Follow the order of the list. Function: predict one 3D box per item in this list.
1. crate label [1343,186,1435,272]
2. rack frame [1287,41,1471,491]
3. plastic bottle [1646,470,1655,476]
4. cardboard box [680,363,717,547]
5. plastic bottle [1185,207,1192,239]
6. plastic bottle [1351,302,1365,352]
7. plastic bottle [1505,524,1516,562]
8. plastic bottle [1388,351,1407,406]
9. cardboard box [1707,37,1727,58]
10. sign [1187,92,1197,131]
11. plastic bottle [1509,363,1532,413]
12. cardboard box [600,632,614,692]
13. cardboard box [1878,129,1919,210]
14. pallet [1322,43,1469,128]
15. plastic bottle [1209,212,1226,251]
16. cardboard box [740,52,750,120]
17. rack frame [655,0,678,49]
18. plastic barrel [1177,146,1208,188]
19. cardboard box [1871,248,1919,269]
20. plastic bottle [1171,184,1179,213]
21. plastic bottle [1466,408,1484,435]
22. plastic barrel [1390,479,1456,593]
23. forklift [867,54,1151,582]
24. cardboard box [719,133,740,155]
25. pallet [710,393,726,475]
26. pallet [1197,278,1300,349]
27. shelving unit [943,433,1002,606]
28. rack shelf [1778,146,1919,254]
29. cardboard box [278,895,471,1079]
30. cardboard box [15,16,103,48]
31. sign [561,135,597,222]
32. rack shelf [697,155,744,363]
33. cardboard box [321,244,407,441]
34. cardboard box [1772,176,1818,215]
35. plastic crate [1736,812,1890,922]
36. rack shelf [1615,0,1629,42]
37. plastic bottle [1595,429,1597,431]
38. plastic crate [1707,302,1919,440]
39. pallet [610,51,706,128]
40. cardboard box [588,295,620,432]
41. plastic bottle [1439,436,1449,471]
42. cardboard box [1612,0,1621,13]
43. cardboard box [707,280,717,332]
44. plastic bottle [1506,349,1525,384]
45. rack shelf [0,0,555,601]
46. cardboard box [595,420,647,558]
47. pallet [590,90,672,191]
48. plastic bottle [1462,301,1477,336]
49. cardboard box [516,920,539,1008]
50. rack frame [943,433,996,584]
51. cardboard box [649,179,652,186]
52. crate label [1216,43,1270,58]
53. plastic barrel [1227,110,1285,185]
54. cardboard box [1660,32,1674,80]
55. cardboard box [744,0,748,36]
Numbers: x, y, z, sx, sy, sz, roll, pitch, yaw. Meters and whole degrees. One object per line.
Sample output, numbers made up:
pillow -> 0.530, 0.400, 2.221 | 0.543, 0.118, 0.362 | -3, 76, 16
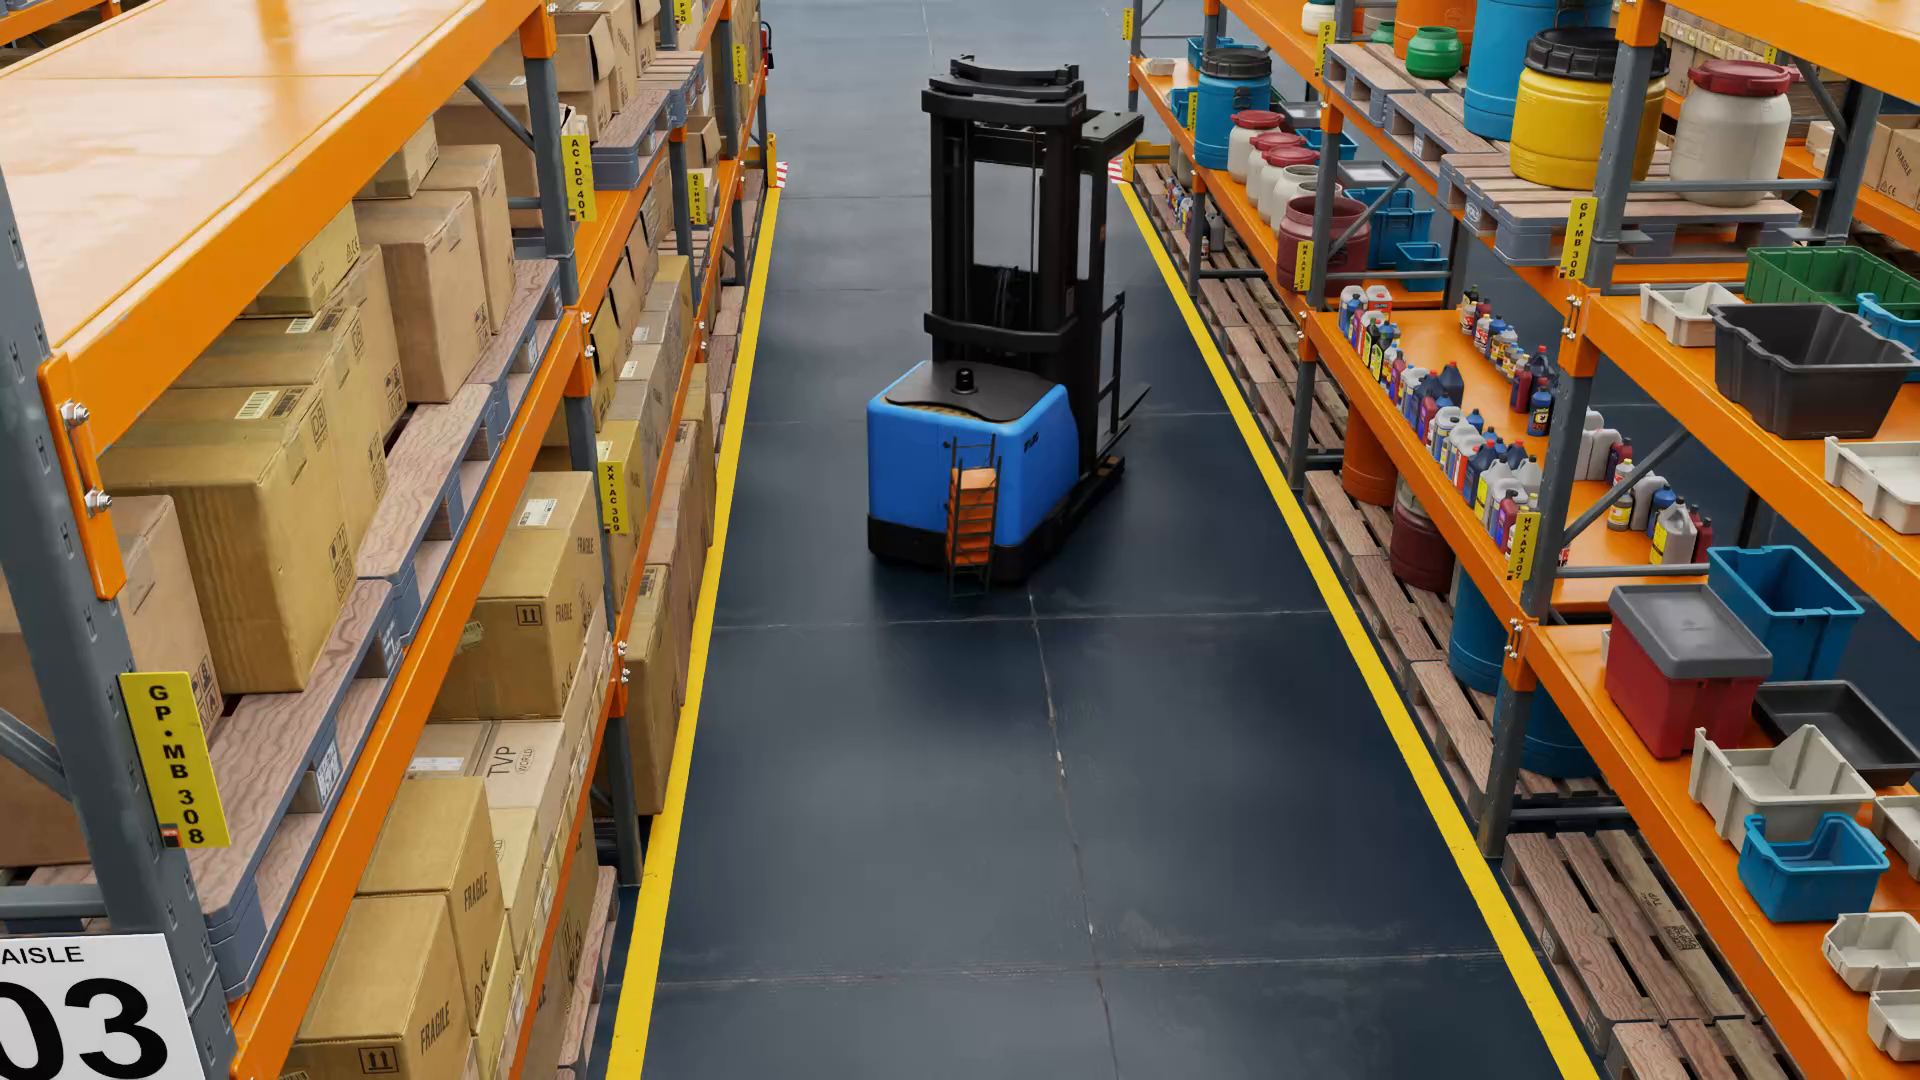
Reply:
crate label -> 2.981, -2.188, 11.663 | 0.502, 0.435, 0.616 | -1, 28, -3
rack frame -> 2.763, -1.707, 10.779 | 1.000, 3.000, 0.127 | -1, 28, -3
plastic bottle -> 3.330, -0.249, 8.122 | 0.097, 0.271, 0.097 | 0, 28, 0
cardboard box -> -2.168, -0.512, 10.331 | 1.225, 0.875, 0.875 | -3, 28, -5
plastic bottle -> 2.172, -2.998, 15.716 | 0.061, 0.283, 0.133 | 0, 28, 1
plastic bottle -> 2.434, -1.294, 10.114 | 0.061, 0.283, 0.133 | -1, 28, -3
plastic bottle -> 2.595, 0.002, 7.718 | 0.097, 0.201, 0.097 | 0, 28, 0
plastic bottle -> 2.477, -0.913, 9.382 | 0.061, 0.283, 0.133 | -1, 28, -3
cardboard box -> 7.221, -4.594, 15.505 | 0.380, 0.149, 0.250 | -2, 28, -3
sign -> 2.004, -3.668, 14.241 | 0.100, 0.325, 0.005 | -1, 28, -3
plastic bottle -> 3.135, -0.862, 9.285 | 0.061, 0.283, 0.133 | -1, 28, -3
cardboard box -> -1.632, 0.504, 6.811 | 0.380, 0.149, 0.250 | -1, 28, -2
cardboard box -> 7.578, -2.886, 12.932 | 0.500, 0.500, 0.500 | -1, 28, -3
pallet -> 2.705, -2.597, 9.447 | 1.003, 0.211, 1.213 | -1, 28, -3
plastic bottle -> 2.376, -2.868, 15.395 | 0.144, 0.351, 0.185 | -1, 28, -3
cardboard box -> -2.345, -4.052, 14.845 | 0.875, 0.500, 0.500 | -1, 28, -3
rack frame -> -2.184, -4.247, 9.162 | 1.000, 3.000, 0.127 | -1, 28, -3
plastic barrel -> 2.482, -3.951, 17.317 | 0.421, 0.512, 0.421 | 0, 28, 0
cardboard box -> 7.865, -2.237, 13.708 | 0.500, 0.311, 0.500 | -1, 28, -3
plastic bottle -> 2.146, -3.383, 16.468 | 0.097, 0.271, 0.097 | 0, 28, 0
plastic bottle -> 2.687, -0.559, 8.717 | 0.097, 0.271, 0.097 | 0, 28, 0
plastic barrel -> 2.864, -0.077, 9.807 | 0.600, 0.588, 0.708 | -1, 28, -3
forklift -> 0.496, -1.704, 10.847 | 1.130, 2.935, 3.031 | 12, 30, 22
cardboard box -> -2.103, -3.429, 14.353 | 0.380, 0.149, 0.250 | -1, 28, -3
pallet -> -2.223, -0.712, 11.886 | 1.003, 0.211, 1.213 | -1, 28, -3
pallet -> 2.633, -1.956, 14.272 | 1.003, 0.211, 1.213 | -1, 28, -3
shelving unit -> 0.064, -0.100, 9.643 | 0.258, 1.200, 0.189 | -5, 46, -9
rack shelf -> 7.605, -2.429, 12.942 | 1.077, 0.370, 4.000 | -1, 28, -3
cardboard box -> -1.547, 1.250, 4.138 | 0.500, 0.500, 0.500 | -2, 28, -4
cardboard box -> -7.336, -4.078, 13.995 | 0.875, 0.550, 0.550 | -1, 28, -3
sign -> -1.421, -1.348, 6.203 | 0.100, 0.325, 0.005 | -1, 28, -3
rack shelf -> -2.288, -2.192, 12.486 | 1.077, 0.370, 4.000 | -1, 28, -3
cardboard box -> -1.965, -0.491, 4.535 | 0.700, 0.500, 0.500 | 0, 28, 0
cardboard box -> 7.789, -3.193, 15.337 | 0.500, 0.500, 0.500 | -1, 28, -3
plastic crate -> 2.817, 1.093, 5.526 | 0.416, 0.233, 0.300 | -1, 28, -3
rack shelf -> 2.867, -2.947, 7.879 | 1.077, 0.370, 4.000 | -1, 28, -3
plastic bottle -> 3.301, -0.476, 8.634 | 0.097, 0.201, 0.097 | 0, 28, 0
plastic crate -> 2.762, -0.551, 5.461 | 0.497, 0.269, 0.590 | -1, 28, -3
pallet -> -2.097, -2.537, 9.332 | 1.213, 0.211, 1.003 | 0, 28, 0
cardboard box -> -2.041, -0.841, 7.926 | 0.797, 0.503, 0.637 | -1, 28, -2
plastic bottle -> 2.542, -0.462, 8.607 | 0.097, 0.201, 0.097 | 0, 28, 0
cardboard box -> 7.097, -5.665, 17.558 | 0.380, 0.149, 0.250 | -2, 28, -3
cardboard box -> -2.376, -2.016, 13.599 | 0.700, 0.500, 0.500 | -2, 28, -3
plastic bottle -> 3.240, -1.012, 9.662 | 0.097, 0.201, 0.097 | 0, 28, 0
rack shelf -> -1.870, -0.980, 4.108 | 1.077, 0.370, 4.000 | -1, 28, -3
cardboard box -> -1.776, -0.235, 7.848 | 0.500, 0.500, 0.500 | -1, 28, -3
pallet -> -2.036, -2.021, 8.342 | 1.003, 0.211, 1.213 | 0, 28, 0
plastic bottle -> 3.197, -1.388, 10.383 | 0.097, 0.201, 0.097 | 0, 28, 0
cardboard box -> -1.537, 1.337, 5.215 | 0.380, 0.149, 0.250 | -2, 28, -4
rack frame -> 0.048, -0.165, 9.706 | 0.240, 1.200, 0.006 | -5, 46, -9
cardboard box -> -2.252, -2.066, 10.905 | 0.500, 0.500, 0.500 | -5, 28, -9
crate label -> 2.711, -4.573, 16.237 | 0.502, 0.435, 0.616 | -1, 28, -3
plastic barrel -> 2.385, -3.167, 13.432 | 0.433, 0.535, 0.433 | 0, 28, 0
cardboard box -> 7.356, -4.876, 16.746 | 0.700, 0.500, 0.500 | -1, 28, -2
cardboard box -> -2.253, -4.960, 15.506 | 0.500, 0.500, 0.500 | -1, 28, -3
